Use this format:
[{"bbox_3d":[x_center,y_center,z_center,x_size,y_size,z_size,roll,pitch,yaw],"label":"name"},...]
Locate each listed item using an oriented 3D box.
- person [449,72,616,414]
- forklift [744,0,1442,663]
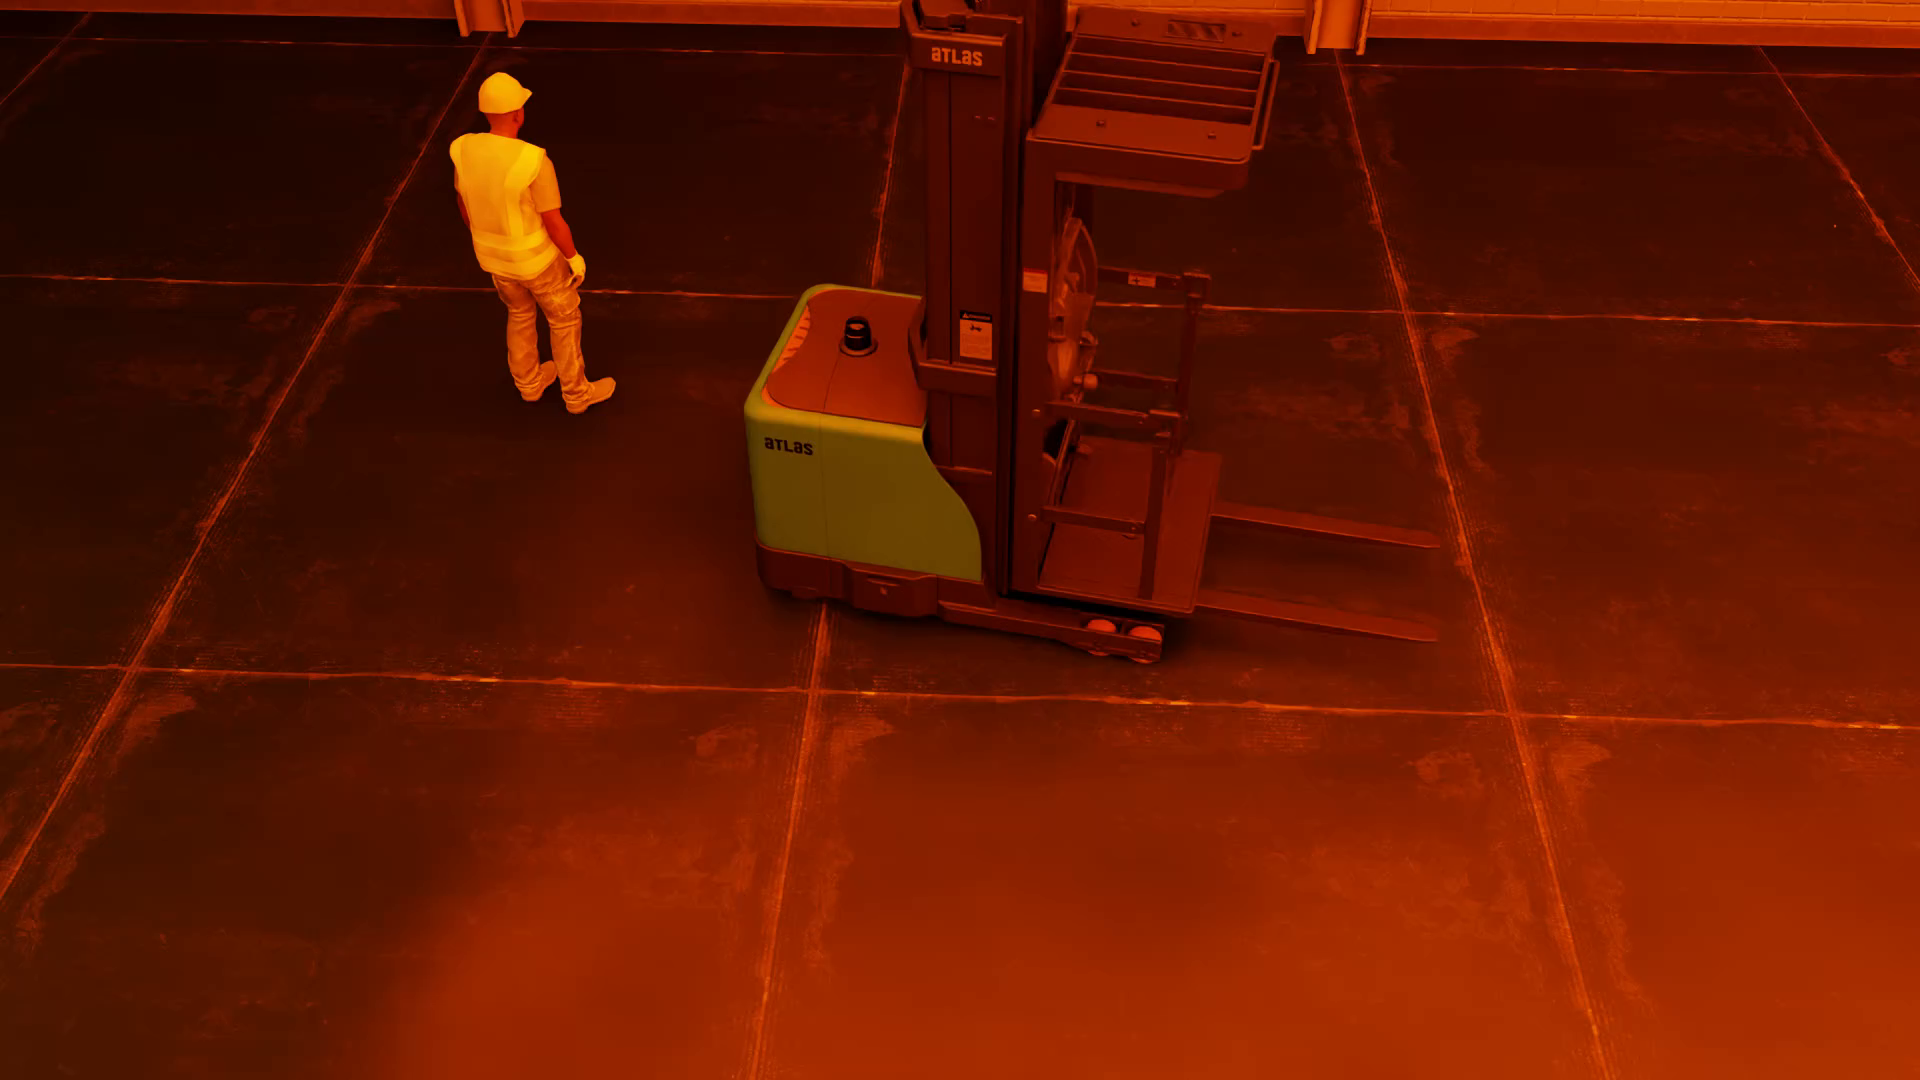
[{"bbox_3d":[-2.125,-1.424,8.164,0.618,1.772,0.453,17,45,18],"label":"person"},{"bbox_3d":[0.648,-0.937,6.769,3.031,2.935,1.130,9,43,10],"label":"forklift"}]
